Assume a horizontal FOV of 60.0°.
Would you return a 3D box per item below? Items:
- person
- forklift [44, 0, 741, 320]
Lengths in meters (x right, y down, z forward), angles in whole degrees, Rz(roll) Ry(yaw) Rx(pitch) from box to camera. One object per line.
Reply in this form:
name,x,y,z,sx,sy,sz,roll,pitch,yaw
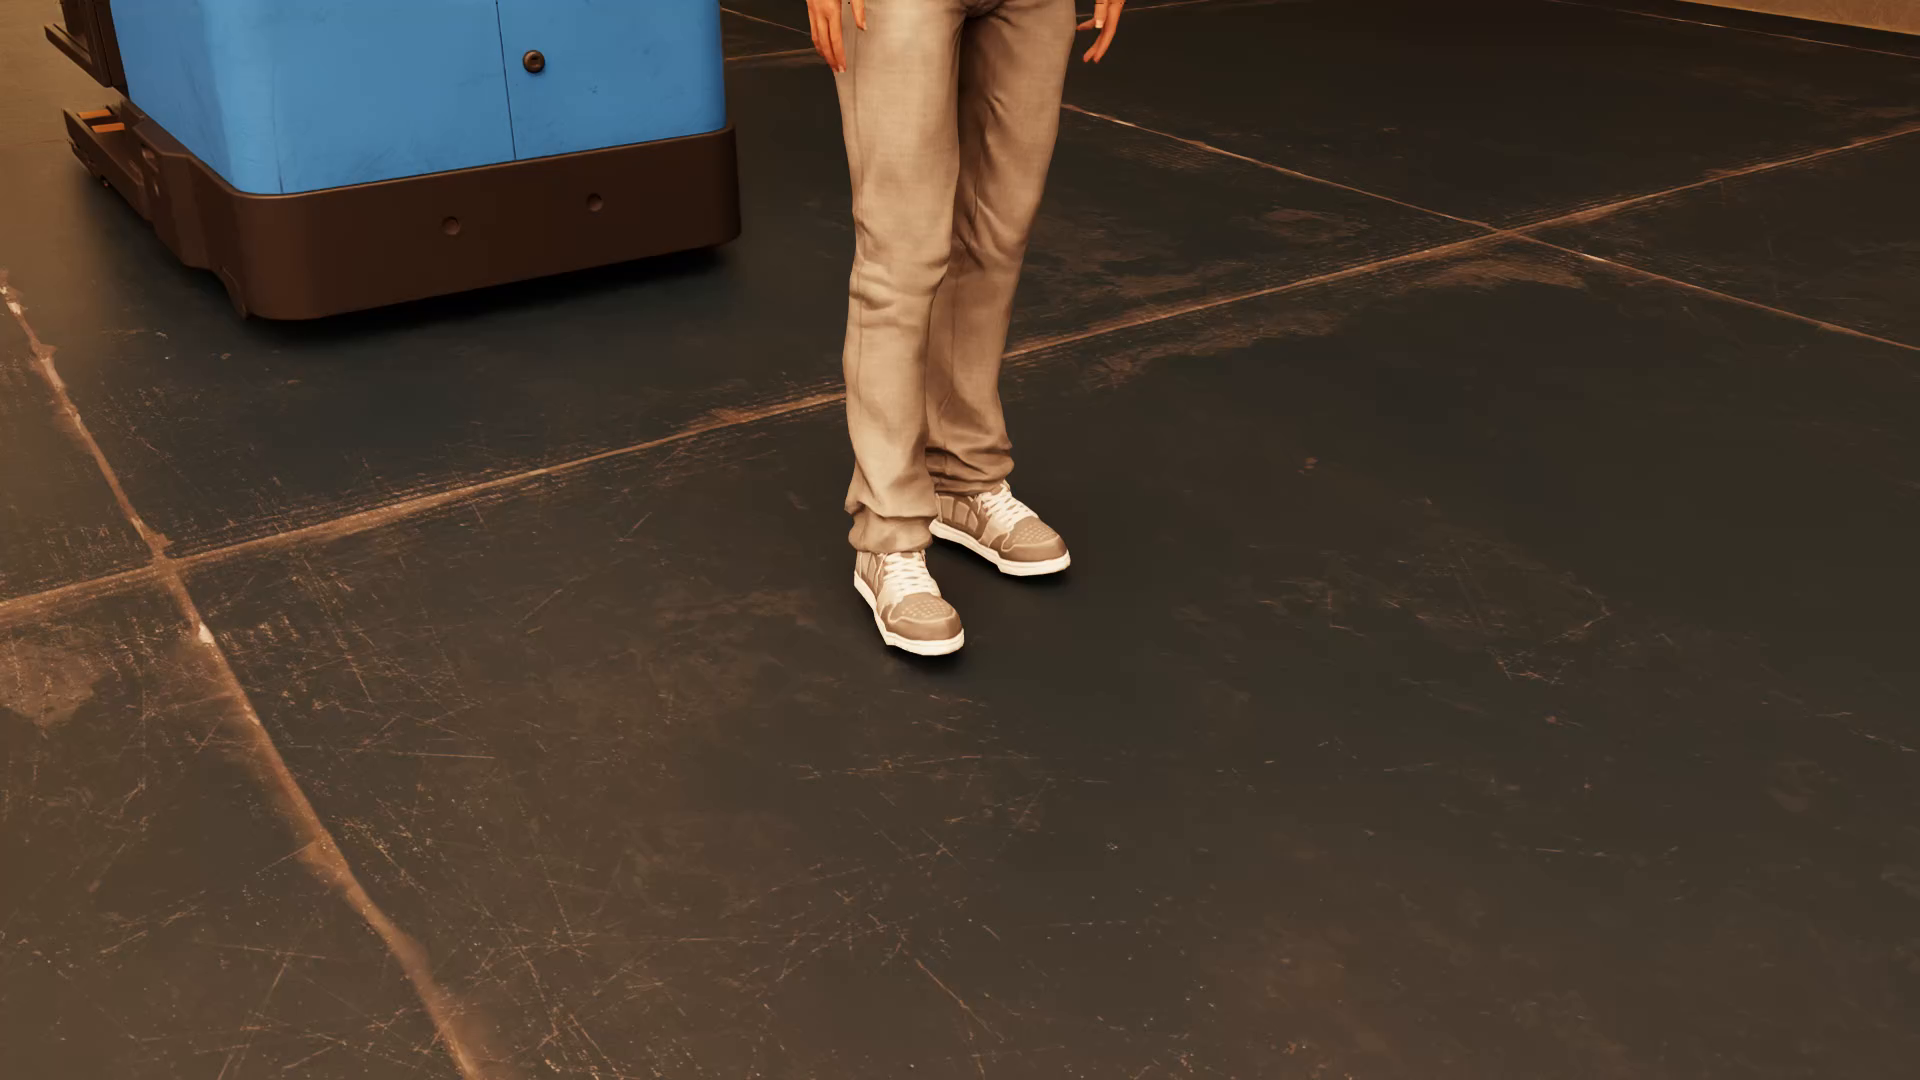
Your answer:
person,0.032,-0.689,2.077,0.521,1.599,0.473,-17,31,-31
forklift,-1.741,-2.336,3.889,1.130,2.935,3.031,-17,31,-31
